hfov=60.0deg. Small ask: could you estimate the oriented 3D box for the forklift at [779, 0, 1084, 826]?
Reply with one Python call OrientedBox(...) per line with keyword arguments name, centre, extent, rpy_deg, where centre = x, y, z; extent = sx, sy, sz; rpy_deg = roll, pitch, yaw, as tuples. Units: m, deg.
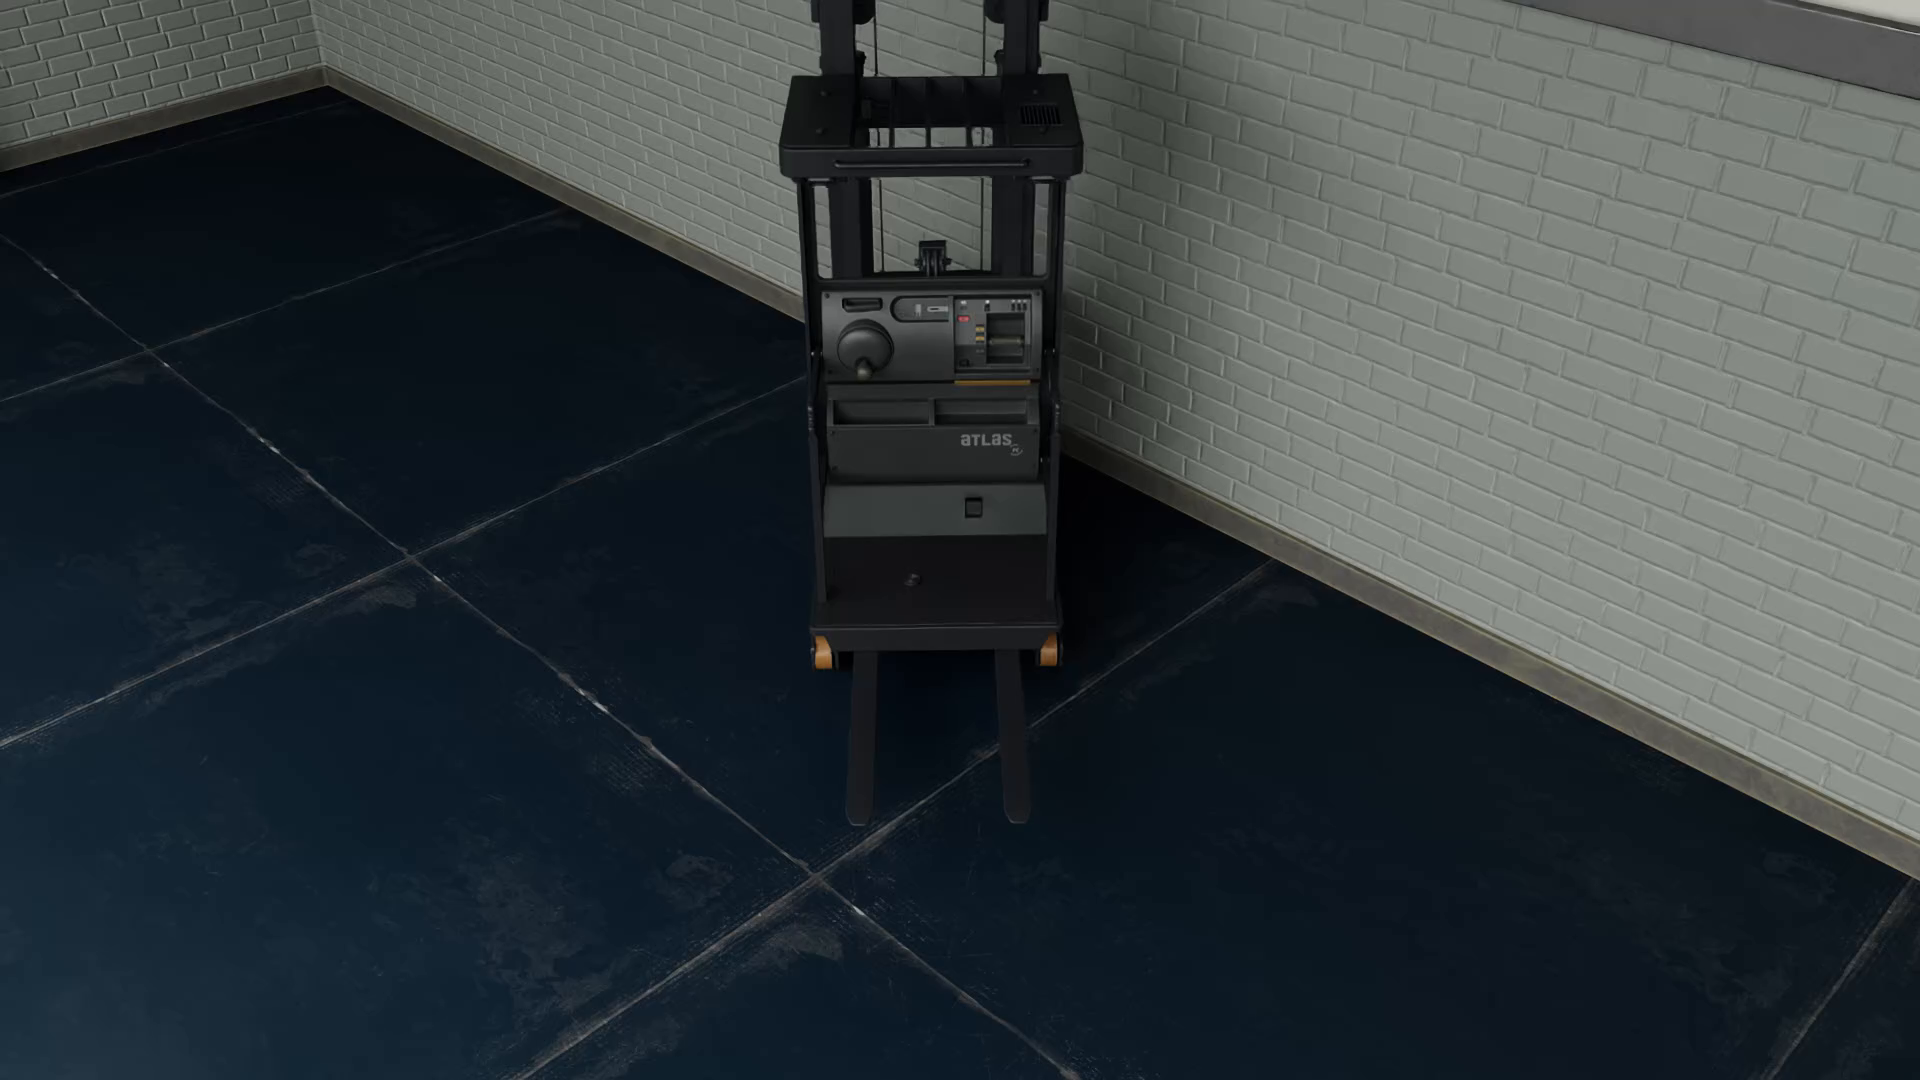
OrientedBox(name="forklift", centre=(-0.109, -0.808, 6.846), extent=(1.130, 2.935, 3.031), rpy_deg=(-1, 35, -1))
